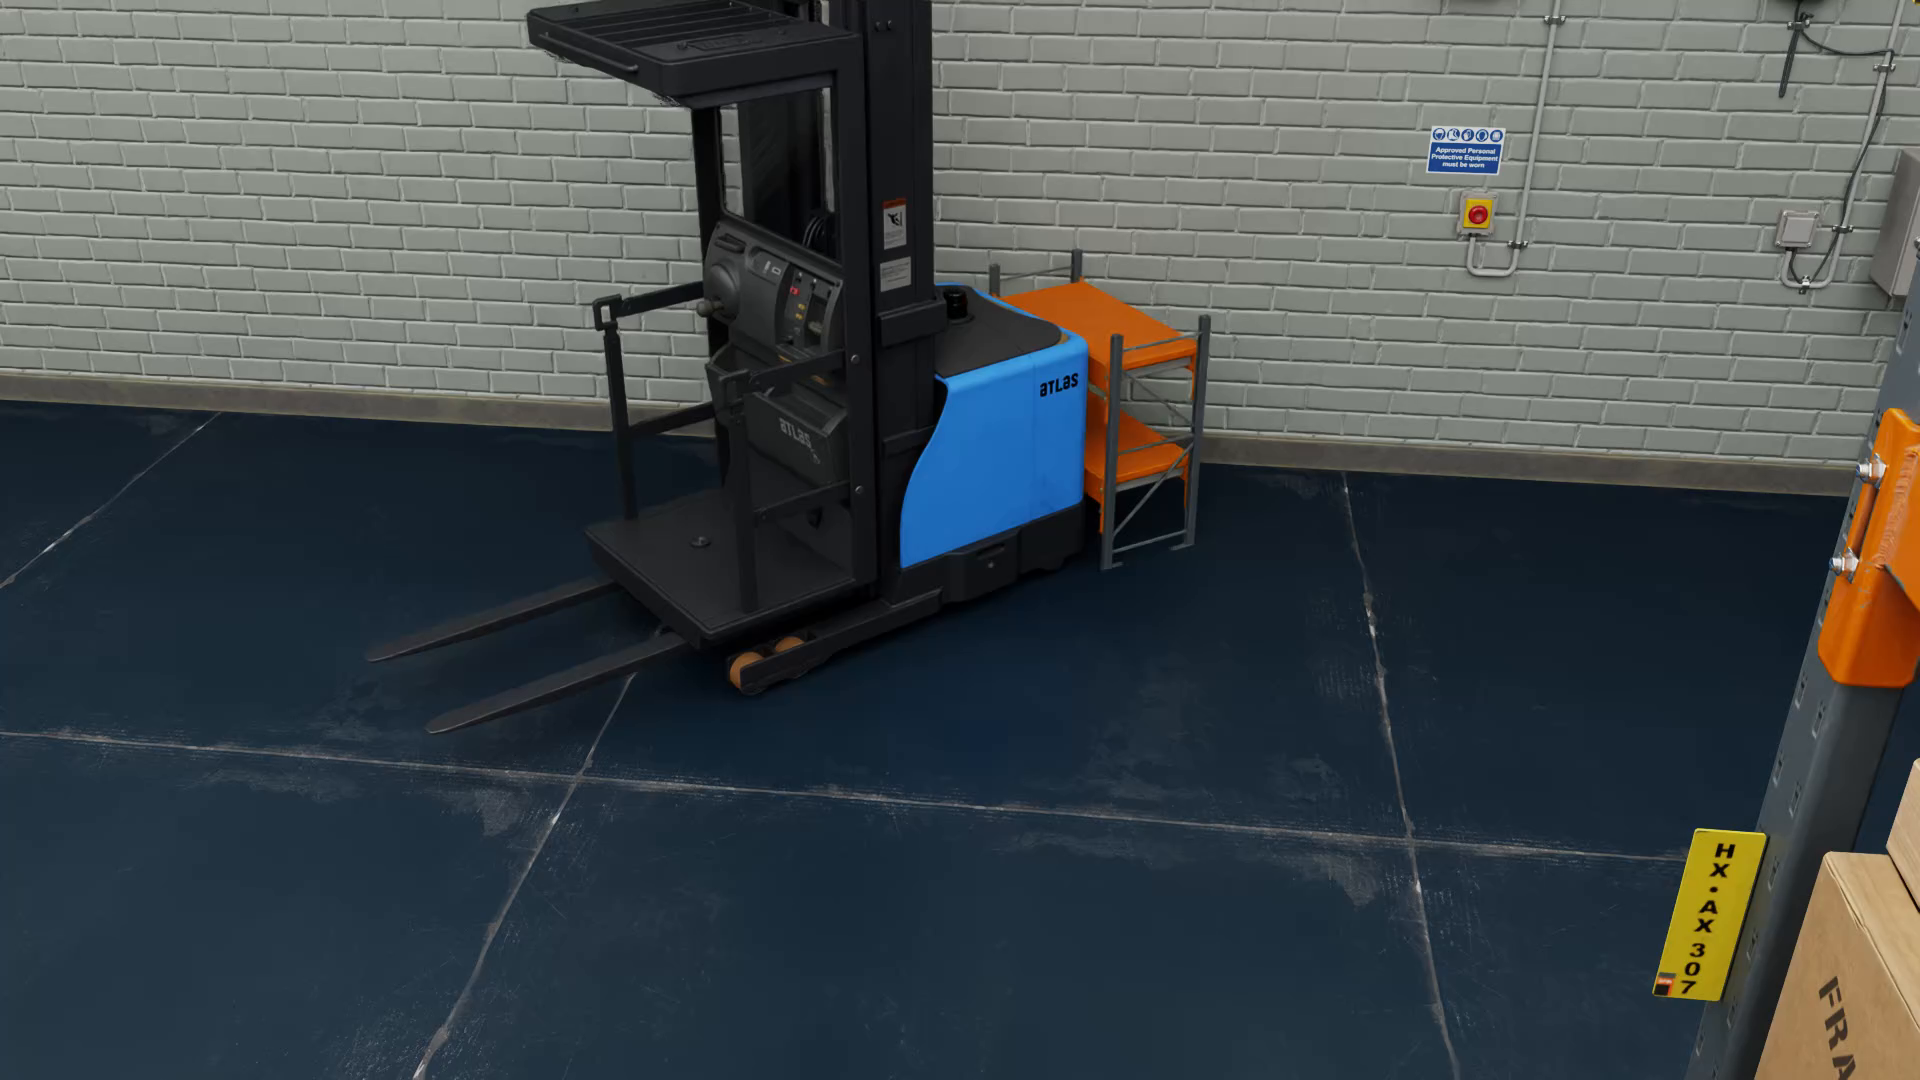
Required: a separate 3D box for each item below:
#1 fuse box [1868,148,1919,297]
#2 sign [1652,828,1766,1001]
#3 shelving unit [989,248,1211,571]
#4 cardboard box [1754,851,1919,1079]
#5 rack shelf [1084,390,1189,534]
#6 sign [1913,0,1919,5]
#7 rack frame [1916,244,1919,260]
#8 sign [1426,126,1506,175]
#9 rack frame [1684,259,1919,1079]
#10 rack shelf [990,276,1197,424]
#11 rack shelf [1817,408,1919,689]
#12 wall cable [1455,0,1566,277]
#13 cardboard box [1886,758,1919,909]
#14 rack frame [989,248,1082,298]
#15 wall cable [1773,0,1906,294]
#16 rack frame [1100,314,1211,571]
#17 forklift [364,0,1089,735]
[{"bbox_3d":[4.421,-0.873,7.567,0.539,1.711,0.414,3,28,6],"label":"fuse box"},{"bbox_3d":[1.136,0.573,2.527,0.100,0.325,0.005,3,28,6],"label":"sign"},{"bbox_3d":[0.610,-0.629,7.732,0.538,1.125,1.048,-15,32,-26],"label":"shelving unit"},{"bbox_3d":[1.345,0.749,2.037,0.500,0.500,0.500,3,28,5],"label":"cardboard box"},{"bbox_3d":[0.610,-0.414,7.848,0.538,0.278,1.000,-15,32,-26],"label":"rack shelf"},{"bbox_3d":[1.136,-0.751,1.814,0.100,0.325,0.005,3,28,6],"label":"sign"},{"bbox_3d":[1.686,-1.617,1.263,1.000,3.000,0.127,3,28,6],"label":"rack frame"},{"bbox_3d":[2.314,-1.782,7.610,0.327,0.218,0.001,3,28,6],"label":"sign"},{"bbox_3d":[1.686,1.024,2.686,1.000,3.000,0.127,3,28,6],"label":"rack frame"},{"bbox_3d":[0.610,-0.887,7.593,0.538,0.278,1.000,-15,32,-26],"label":"rack shelf"},{"bbox_3d":[1.441,0.962,0.398,1.077,0.370,4.000,3,28,6],"label":"rack shelf"},{"bbox_3d":[2.354,-2.092,7.367,0.585,1.953,0.123,3,28,6],"label":"wall cable"},{"bbox_3d":[1.368,0.406,1.991,0.380,0.149,0.250,4,29,7],"label":"cardboard box"},{"bbox_3d":[0.361,-0.839,8.122,0.500,1.125,0.032,-15,32,-26],"label":"rack frame"},{"bbox_3d":[3.763,-2.002,7.232,0.588,1.984,0.122,3,28,6],"label":"wall cable"},{"bbox_3d":[0.859,-0.419,7.342,0.500,1.125,0.032,-15,32,-26],"label":"rack frame"},{"bbox_3d":[-0.909,-0.959,6.439,3.031,2.935,1.130,-20,34,-32],"label":"forklift"}]
